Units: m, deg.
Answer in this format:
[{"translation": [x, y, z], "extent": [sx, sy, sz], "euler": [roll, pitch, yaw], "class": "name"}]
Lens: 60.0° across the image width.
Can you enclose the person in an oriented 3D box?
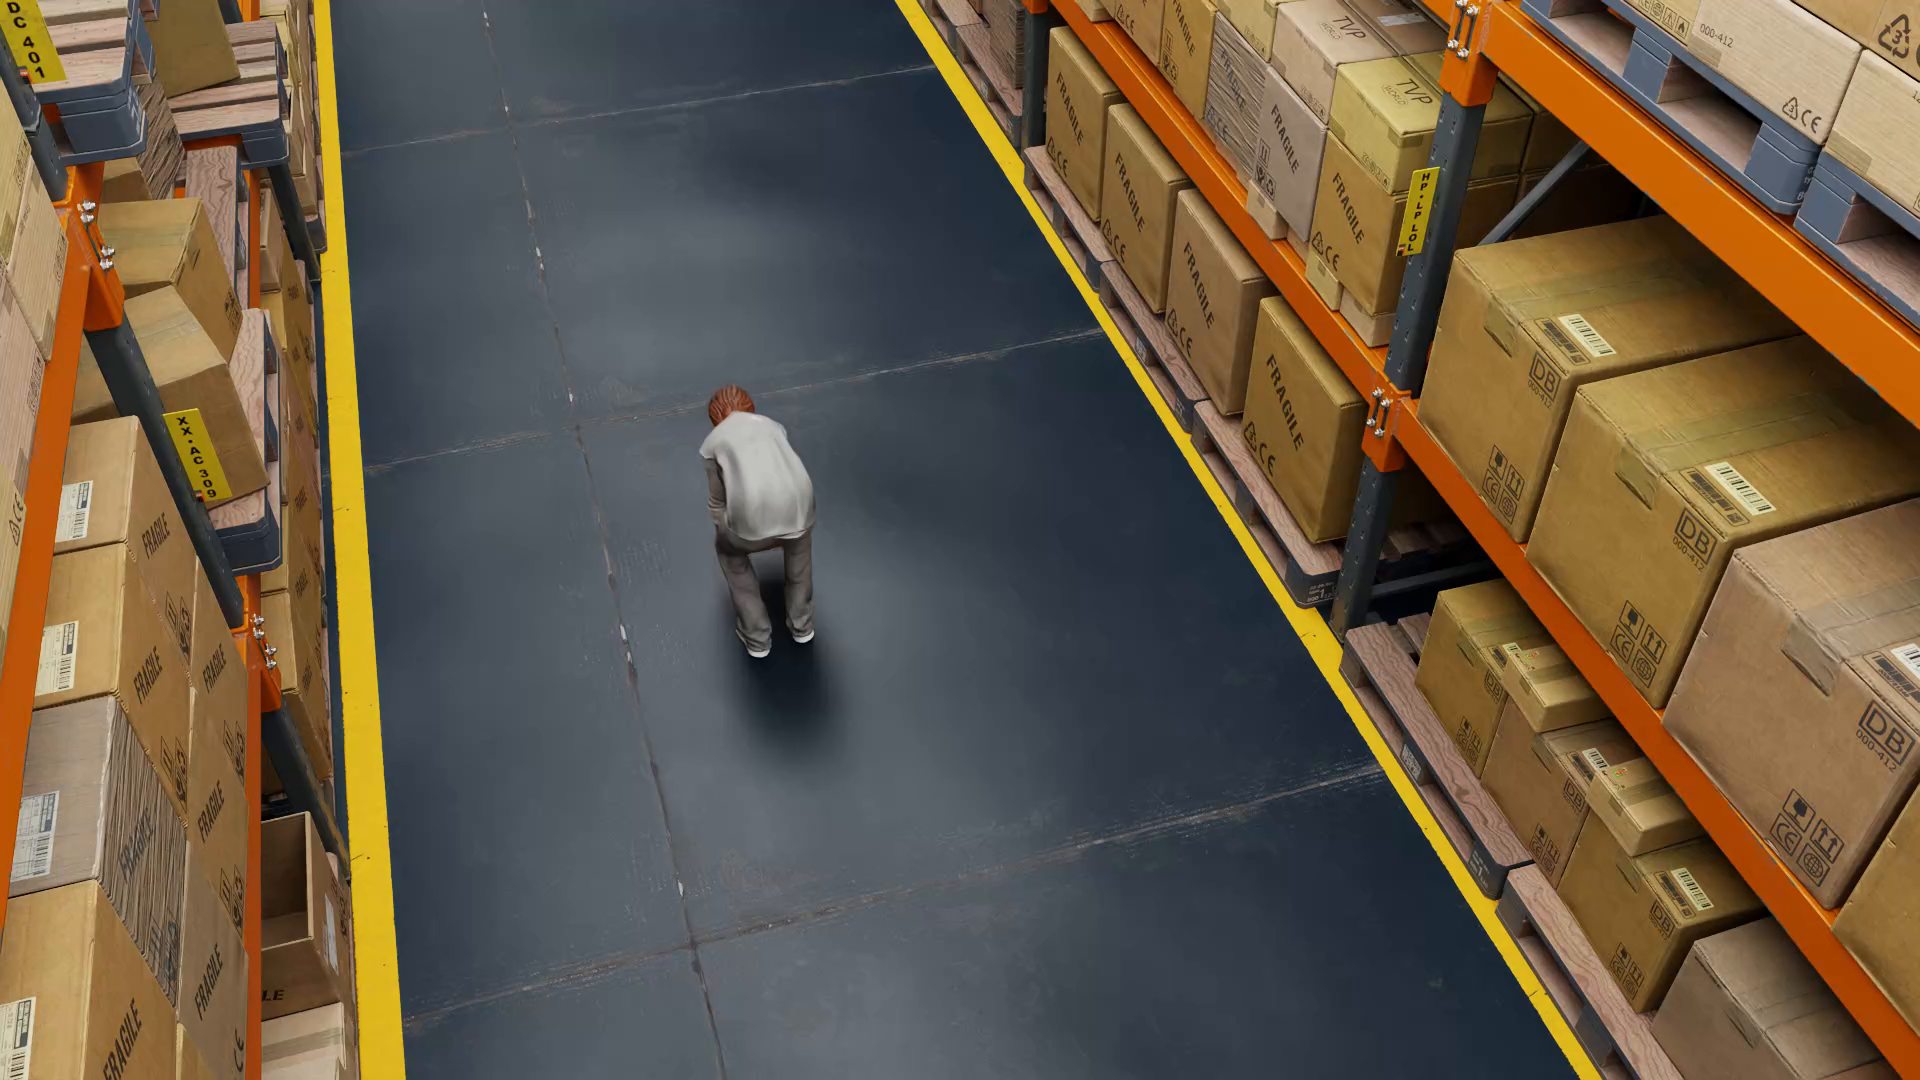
[{"translation": [-0.816, -0.084, 6.713], "extent": [0.398, 0.980, 0.871], "euler": [-14, 45, -14], "class": "person"}]
